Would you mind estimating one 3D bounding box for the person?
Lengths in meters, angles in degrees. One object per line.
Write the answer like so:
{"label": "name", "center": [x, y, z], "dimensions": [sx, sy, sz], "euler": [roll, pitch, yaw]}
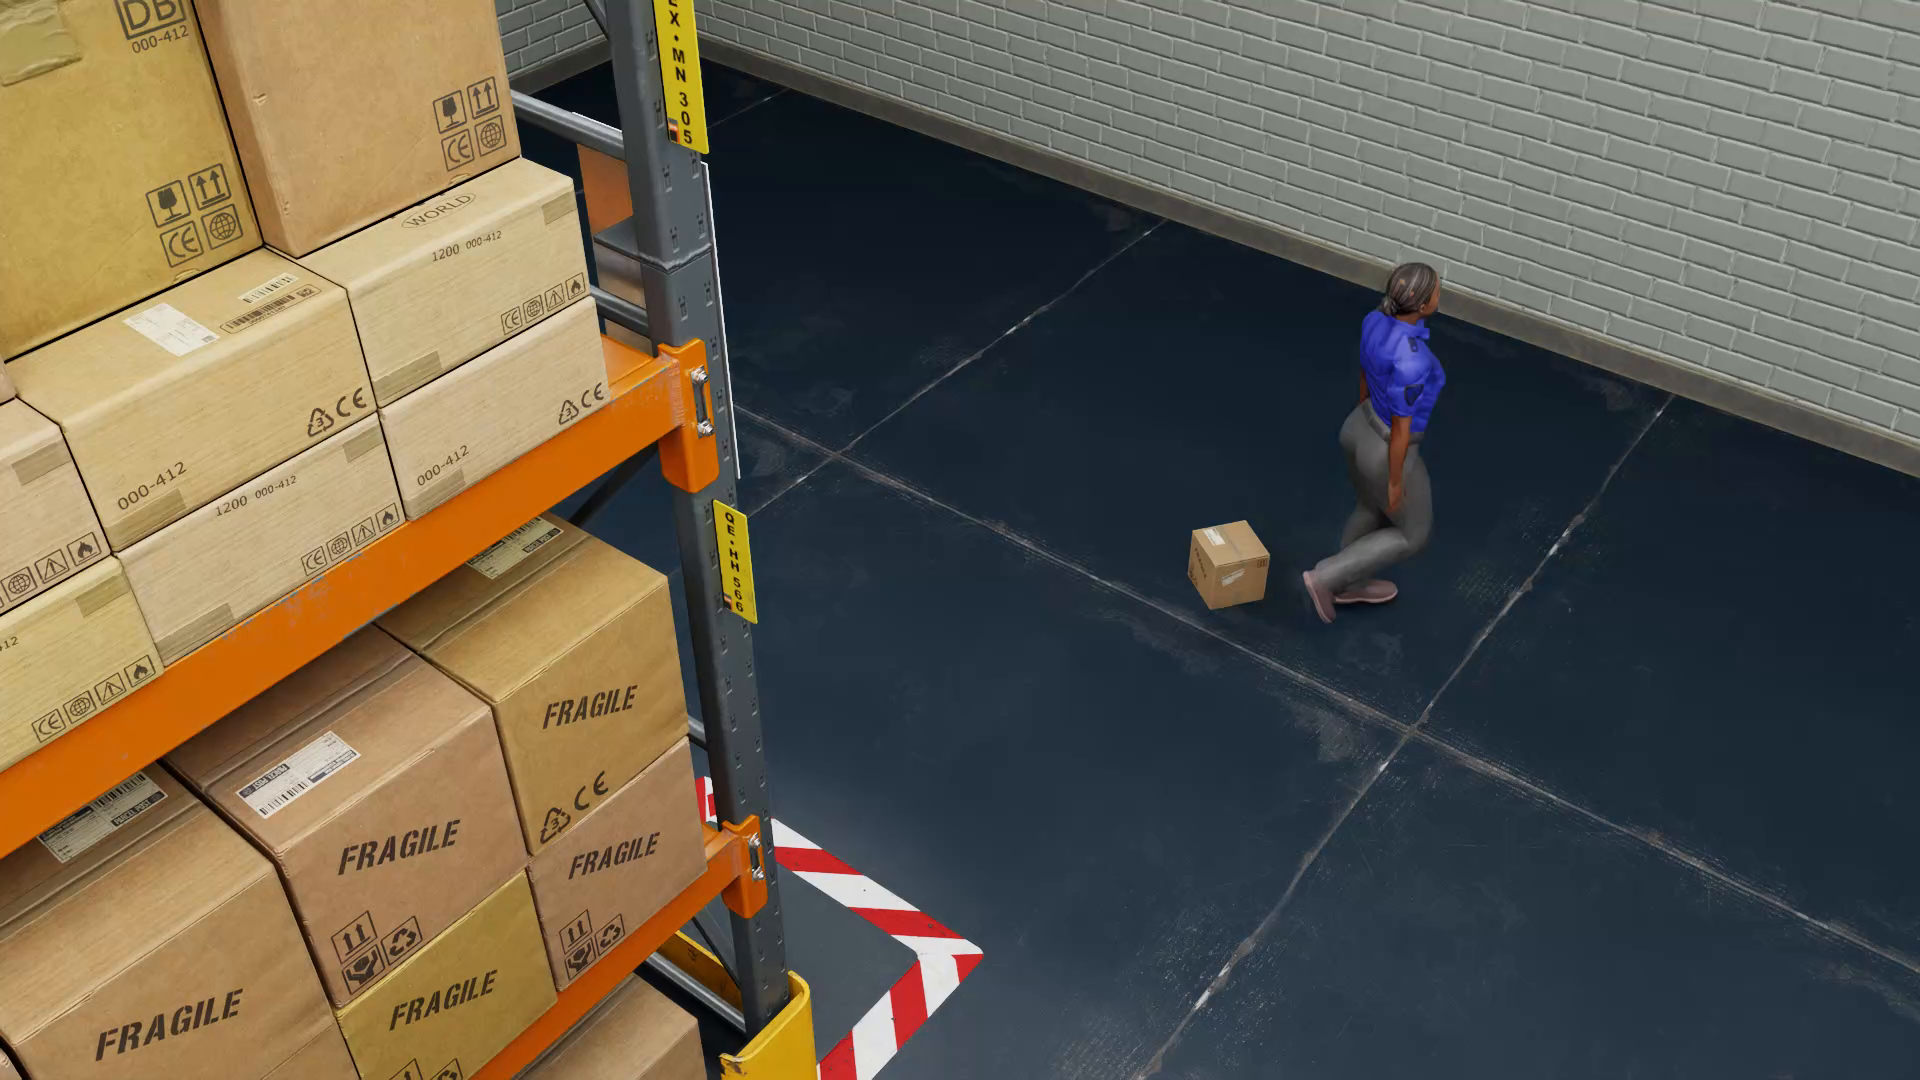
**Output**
{"label": "person", "center": [1.631, -0.353, 6.551], "dimensions": [0.503, 1.644, 0.473], "euler": [-7, 40, -8]}
